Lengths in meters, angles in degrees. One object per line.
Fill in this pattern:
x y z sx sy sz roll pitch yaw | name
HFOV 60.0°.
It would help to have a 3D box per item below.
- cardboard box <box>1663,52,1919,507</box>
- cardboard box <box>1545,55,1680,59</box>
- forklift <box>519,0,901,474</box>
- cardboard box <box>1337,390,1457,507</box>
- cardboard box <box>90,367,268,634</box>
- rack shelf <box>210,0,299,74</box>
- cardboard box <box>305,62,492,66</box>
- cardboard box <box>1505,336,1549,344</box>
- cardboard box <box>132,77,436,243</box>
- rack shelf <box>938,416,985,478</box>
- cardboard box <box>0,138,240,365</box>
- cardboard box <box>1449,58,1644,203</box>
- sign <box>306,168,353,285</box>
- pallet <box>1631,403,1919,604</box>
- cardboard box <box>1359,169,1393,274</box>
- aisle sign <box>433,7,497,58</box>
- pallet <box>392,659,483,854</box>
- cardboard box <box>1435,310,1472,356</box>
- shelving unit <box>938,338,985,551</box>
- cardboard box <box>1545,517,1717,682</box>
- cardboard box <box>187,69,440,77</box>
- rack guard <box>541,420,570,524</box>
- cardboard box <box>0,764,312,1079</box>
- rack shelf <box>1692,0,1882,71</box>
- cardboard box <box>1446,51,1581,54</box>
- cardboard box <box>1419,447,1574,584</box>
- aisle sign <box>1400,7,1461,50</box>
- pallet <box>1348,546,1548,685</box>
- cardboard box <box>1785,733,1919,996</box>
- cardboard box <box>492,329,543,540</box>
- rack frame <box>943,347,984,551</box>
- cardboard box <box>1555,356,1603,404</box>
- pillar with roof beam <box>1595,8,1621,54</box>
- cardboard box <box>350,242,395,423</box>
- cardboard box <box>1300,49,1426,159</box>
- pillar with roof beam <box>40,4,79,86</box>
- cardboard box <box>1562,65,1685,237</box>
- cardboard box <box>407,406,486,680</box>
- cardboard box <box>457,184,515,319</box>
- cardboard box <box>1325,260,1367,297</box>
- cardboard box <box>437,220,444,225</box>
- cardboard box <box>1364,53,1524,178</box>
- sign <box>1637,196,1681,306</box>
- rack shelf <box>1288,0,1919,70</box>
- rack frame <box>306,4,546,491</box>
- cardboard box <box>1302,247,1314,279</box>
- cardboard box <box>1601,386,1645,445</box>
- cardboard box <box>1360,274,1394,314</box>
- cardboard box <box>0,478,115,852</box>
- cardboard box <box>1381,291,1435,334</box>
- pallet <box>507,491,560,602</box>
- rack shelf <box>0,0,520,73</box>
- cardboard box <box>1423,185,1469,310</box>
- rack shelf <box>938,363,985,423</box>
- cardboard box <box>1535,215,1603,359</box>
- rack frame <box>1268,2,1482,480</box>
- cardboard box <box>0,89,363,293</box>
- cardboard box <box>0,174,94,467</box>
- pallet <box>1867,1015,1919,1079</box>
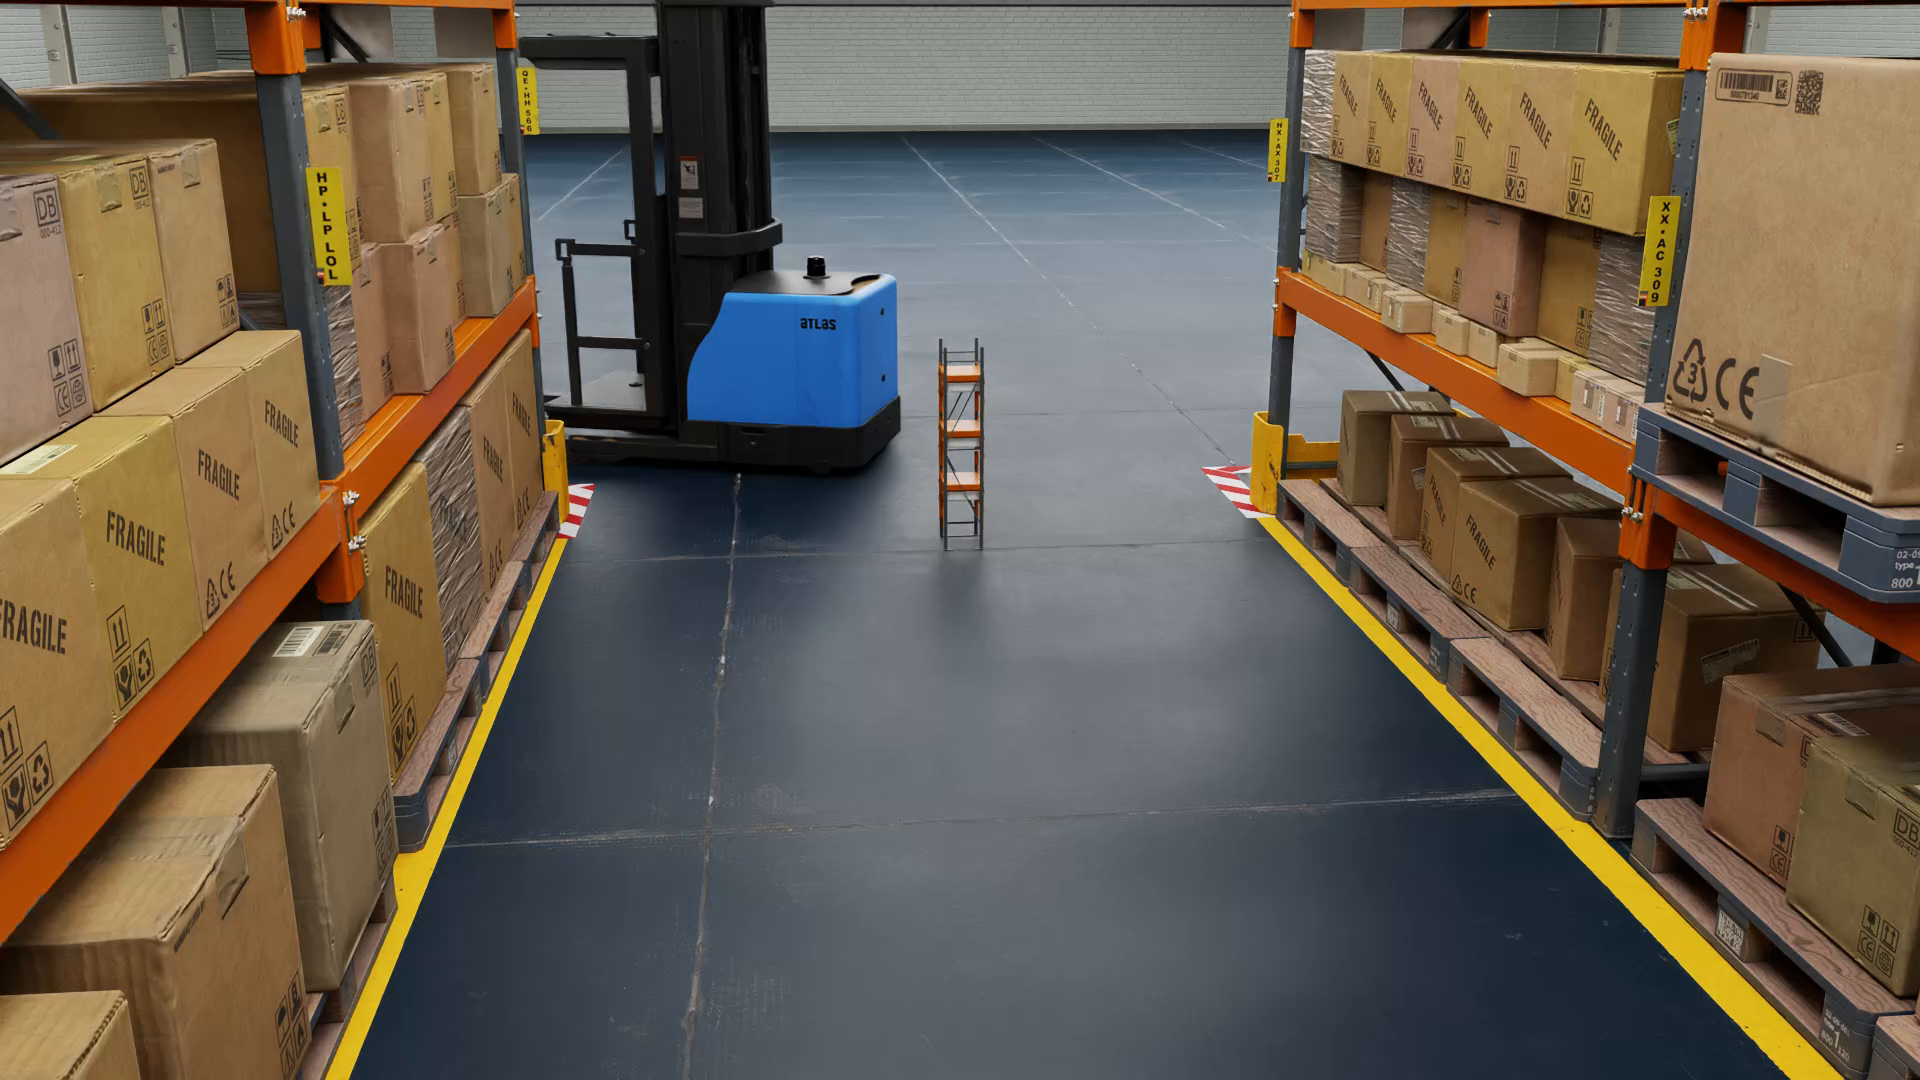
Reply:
2.574 -0.713 4.239 1.000 1.000 1.000 -2 18 -5 | cardboard box
2.671 -1.723 6.824 0.500 0.500 0.500 -2 18 -6 | cardboard box
-1.953 -1.999 10.152 3.031 2.935 1.130 4 18 12 | forklift
2.267 -0.481 8.673 0.500 0.500 0.500 1 17 5 | cardboard box
-1.940 -0.095 3.804 0.500 0.500 0.500 -2 18 -6 | cardboard box
-2.106 -0.837 2.528 1.077 0.370 4.000 -2 18 -6 | rack shelf
-2.725 -2.011 8.023 0.875 0.550 0.550 -2 18 -6 | cardboard box
2.303 -0.704 6.330 0.380 0.149 0.250 -2 18 -6 | cardboard box
-2.407 -1.368 5.973 0.875 0.550 0.550 -2 18 -6 | cardboard box
0.006 -0.475 8.472 0.215 0.259 0.240 -2 18 -6 | rack shelf
-2.255 -0.722 4.132 0.700 0.500 0.500 -2 18 -7 | cardboard box
2.208 -1.558 6.299 0.500 0.500 0.500 -2 18 -6 | cardboard box
-1.774 -0.879 4.668 0.100 0.325 0.005 -2 18 -6 | sign
2.566 -0.144 4.448 1.003 0.211 1.213 -2 18 -6 | pallet
2.419 -1.539 7.908 0.875 0.500 0.500 -2 18 -6 | cardboard box
-2.434 -2.807 8.271 0.394 0.787 0.004 -2 18 -6 | aisle sign
-2.313 0.757 5.914 1.003 0.211 1.213 -2 18 -6 | pallet
2.177 -0.850 6.797 0.380 0.149 0.250 -2 18 -6 | cardboard box
0.006 -0.485 8.469 0.215 1.050 0.252 -2 18 -6 | shelving unit
2.564 0.234 6.397 0.500 0.500 0.500 4 18 12 | cardboard box
-2.654 -1.679 6.965 0.875 0.550 0.550 -2 18 -6 | cardboard box
-2.727 -0.351 8.960 1.175 0.500 0.348 -2 18 -6 | rack guard
-2.063 0.998 3.545 1.050 0.750 0.750 -2 18 -6 | cardboard box
2.838 -0.960 2.920 1.077 0.370 4.000 -2 18 -6 | rack shelf
2.579 -2.021 7.774 0.500 0.500 0.500 -2 18 -6 | cardboard box
2.408 -0.117 7.513 0.500 0.500 0.500 0 17 0 | cardboard box
2.511 -2.928 8.654 0.394 0.787 0.004 -2 18 -6 | aisle sign
2.398 0.299 7.371 1.003 0.211 1.213 -2 18 -6 | pallet
2.704 0.841 4.428 0.700 0.500 0.500 -2 18 -6 | cardboard box
-2.589 -0.523 8.181 0.875 0.875 0.875 -2 18 -5 | cardboard box
0.018 -0.449 8.353 0.200 1.050 0.008 -2 18 -6 | rack frame
2.335 -0.554 5.853 0.380 0.149 0.250 -2 18 -6 | cardboard box
10.556 -13.604 36.986 9.100 9.000 0.400 -2 18 -6 | pillar with roof beam
-2.441 -0.689 5.613 0.875 0.550 0.550 -2 18 -6 | cardboard box
2.005 -2.154 8.197 0.500 0.500 0.500 -2 18 -6 | cardboard box
-11.593 -11.109 29.040 9.100 9.000 0.400 -2 18 -6 | pillar with roof beam
2.312 -1.260 5.350 0.500 0.500 0.500 -2 18 -6 | cardboard box
-2.404 0.011 6.481 0.875 0.875 0.875 -2 18 -5 | cardboard box
-2.563 -1.336 7.673 0.875 0.550 0.550 -2 18 -6 | cardboard box
2.029 -1.297 8.221 0.380 0.149 0.250 -2 18 -6 | cardboard box
-2.534 -1.008 6.630 0.875 0.550 0.500 -2 18 -6 | cardboard box
2.102 -1.856 7.248 0.500 0.500 0.500 -2 18 -6 | cardboard box
2.093 -0.862 4.969 0.100 0.325 0.005 -2 18 -6 | sign
2.425 -2.152 6.716 1.077 0.370 4.000 -2 18 -6 | rack shelf
-2.725 -1.536 8.563 1.000 3.000 0.127 -2 18 -6 | rack frame
2.011 -1.447 8.699 0.380 0.149 0.250 -2 18 -6 | cardboard box
2.317 -0.403 5.372 0.380 0.149 0.250 -2 18 -6 | cardboard box
2.094 -1.149 7.748 0.380 0.149 0.250 -2 18 -6 | cardboard box
-1.834 0.207 2.843 0.500 0.500 0.500 -2 18 -6 | cardboard box
2.070 -0.997 7.266 0.380 0.149 0.250 -2 18 -6 | cardboard box
-2.565 0.030 8.230 1.003 0.211 1.213 -2 18 -6 | pallet
-2.519 -2.028 6.324 1.077 0.370 4.000 -2 18 -6 | rack shelf
2.468 -1.240 6.954 0.875 0.500 0.500 -2 18 -6 | cardboard box
0.006 -0.746 8.387 0.215 0.259 0.240 -2 18 -6 | rack shelf
2.630 -0.943 6.011 0.875 0.500 0.500 -2 18 -6 | cardboard box
2.219 -1.660 8.955 1.000 3.000 0.127 -2 18 -6 | rack frame
-2.316 -1.042 4.936 0.875 0.550 0.550 -2 18 -6 | cardboard box
-2.148 -0.418 3.164 0.700 0.500 0.500 -2 18 -5 | cardboard box
2.842 1.459 3.678 1.003 0.211 1.213 -2 18 -6 | pallet
